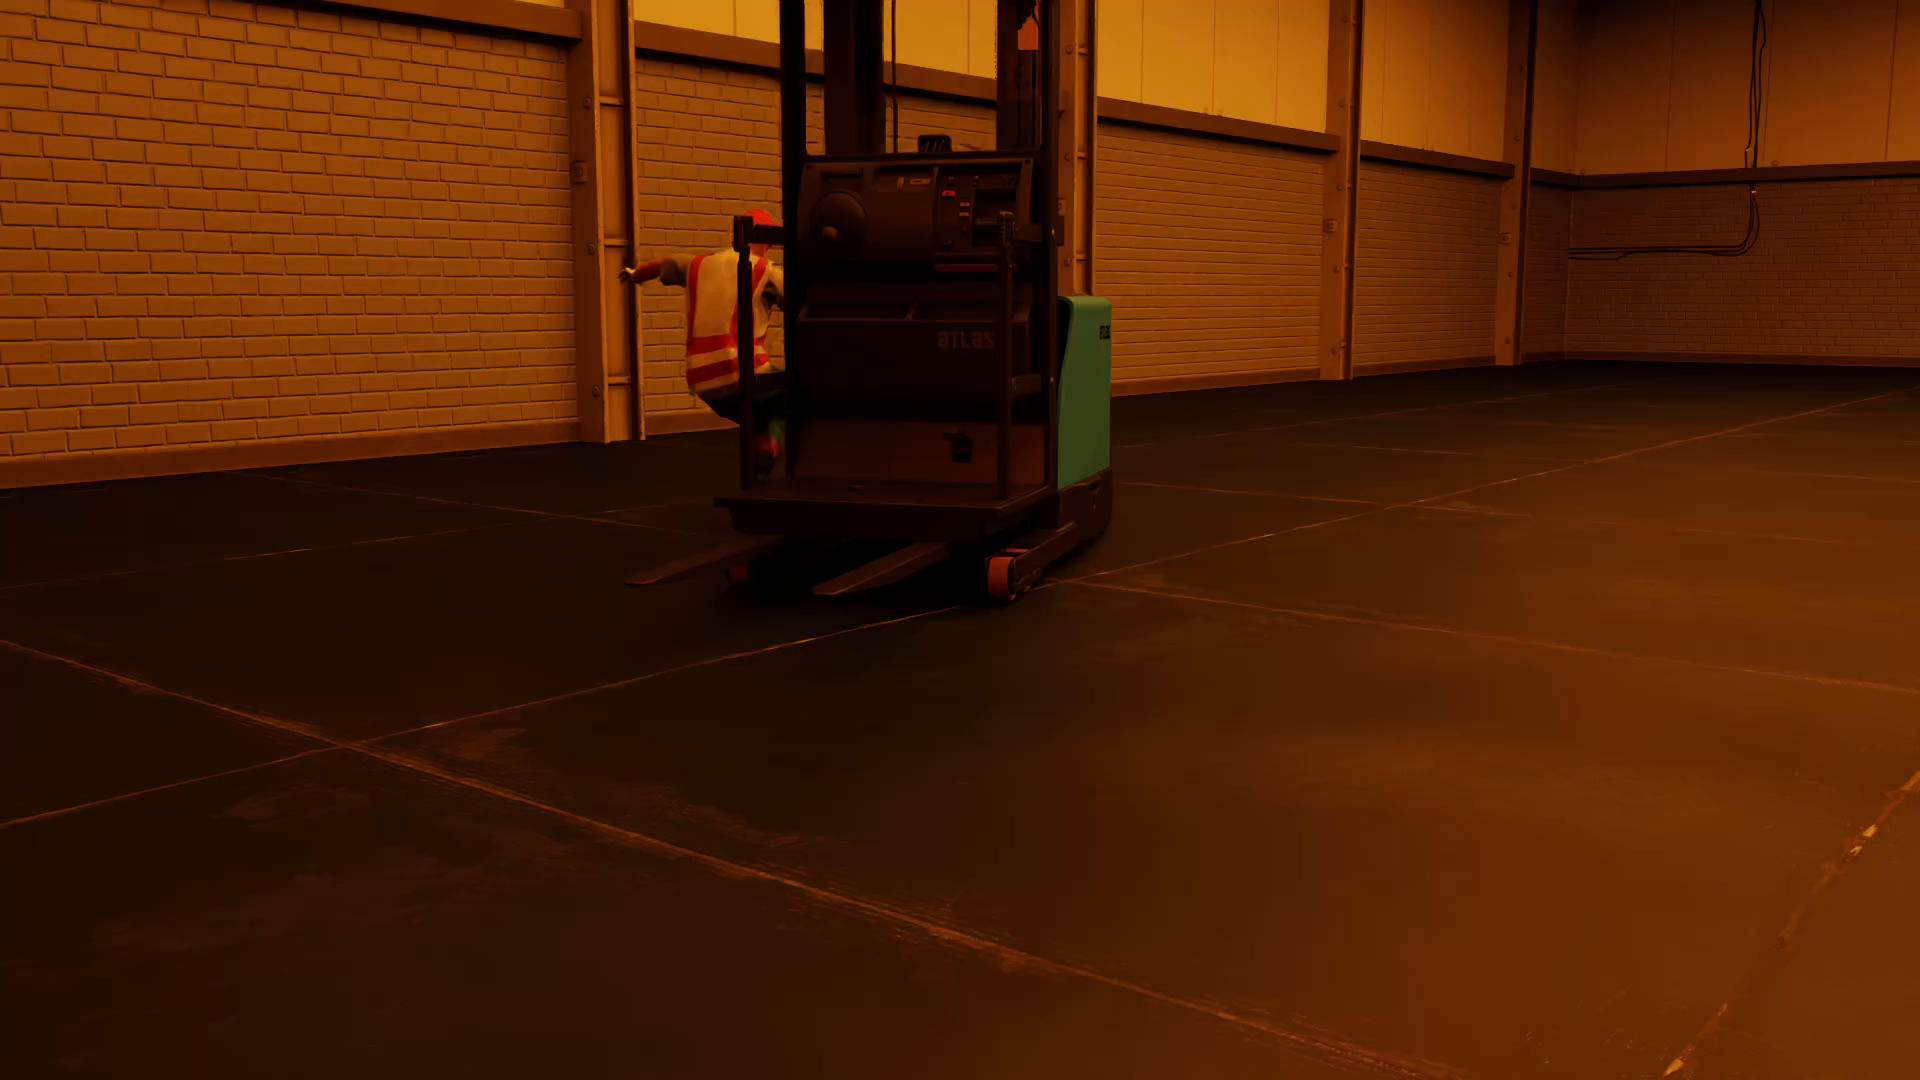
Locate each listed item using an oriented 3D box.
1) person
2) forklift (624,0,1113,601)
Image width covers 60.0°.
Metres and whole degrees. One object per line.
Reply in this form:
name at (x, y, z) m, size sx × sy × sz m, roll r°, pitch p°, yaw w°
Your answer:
person at (-0.991, -0.817, 7.865) m, size 1.613 × 1.472 × 0.810 m, roll 4°, pitch 9°, yaw 23°
forklift at (-0.237, -1.295, 6.132) m, size 1.130 × 2.935 × 3.031 m, roll 3°, pitch 9°, yaw 17°
